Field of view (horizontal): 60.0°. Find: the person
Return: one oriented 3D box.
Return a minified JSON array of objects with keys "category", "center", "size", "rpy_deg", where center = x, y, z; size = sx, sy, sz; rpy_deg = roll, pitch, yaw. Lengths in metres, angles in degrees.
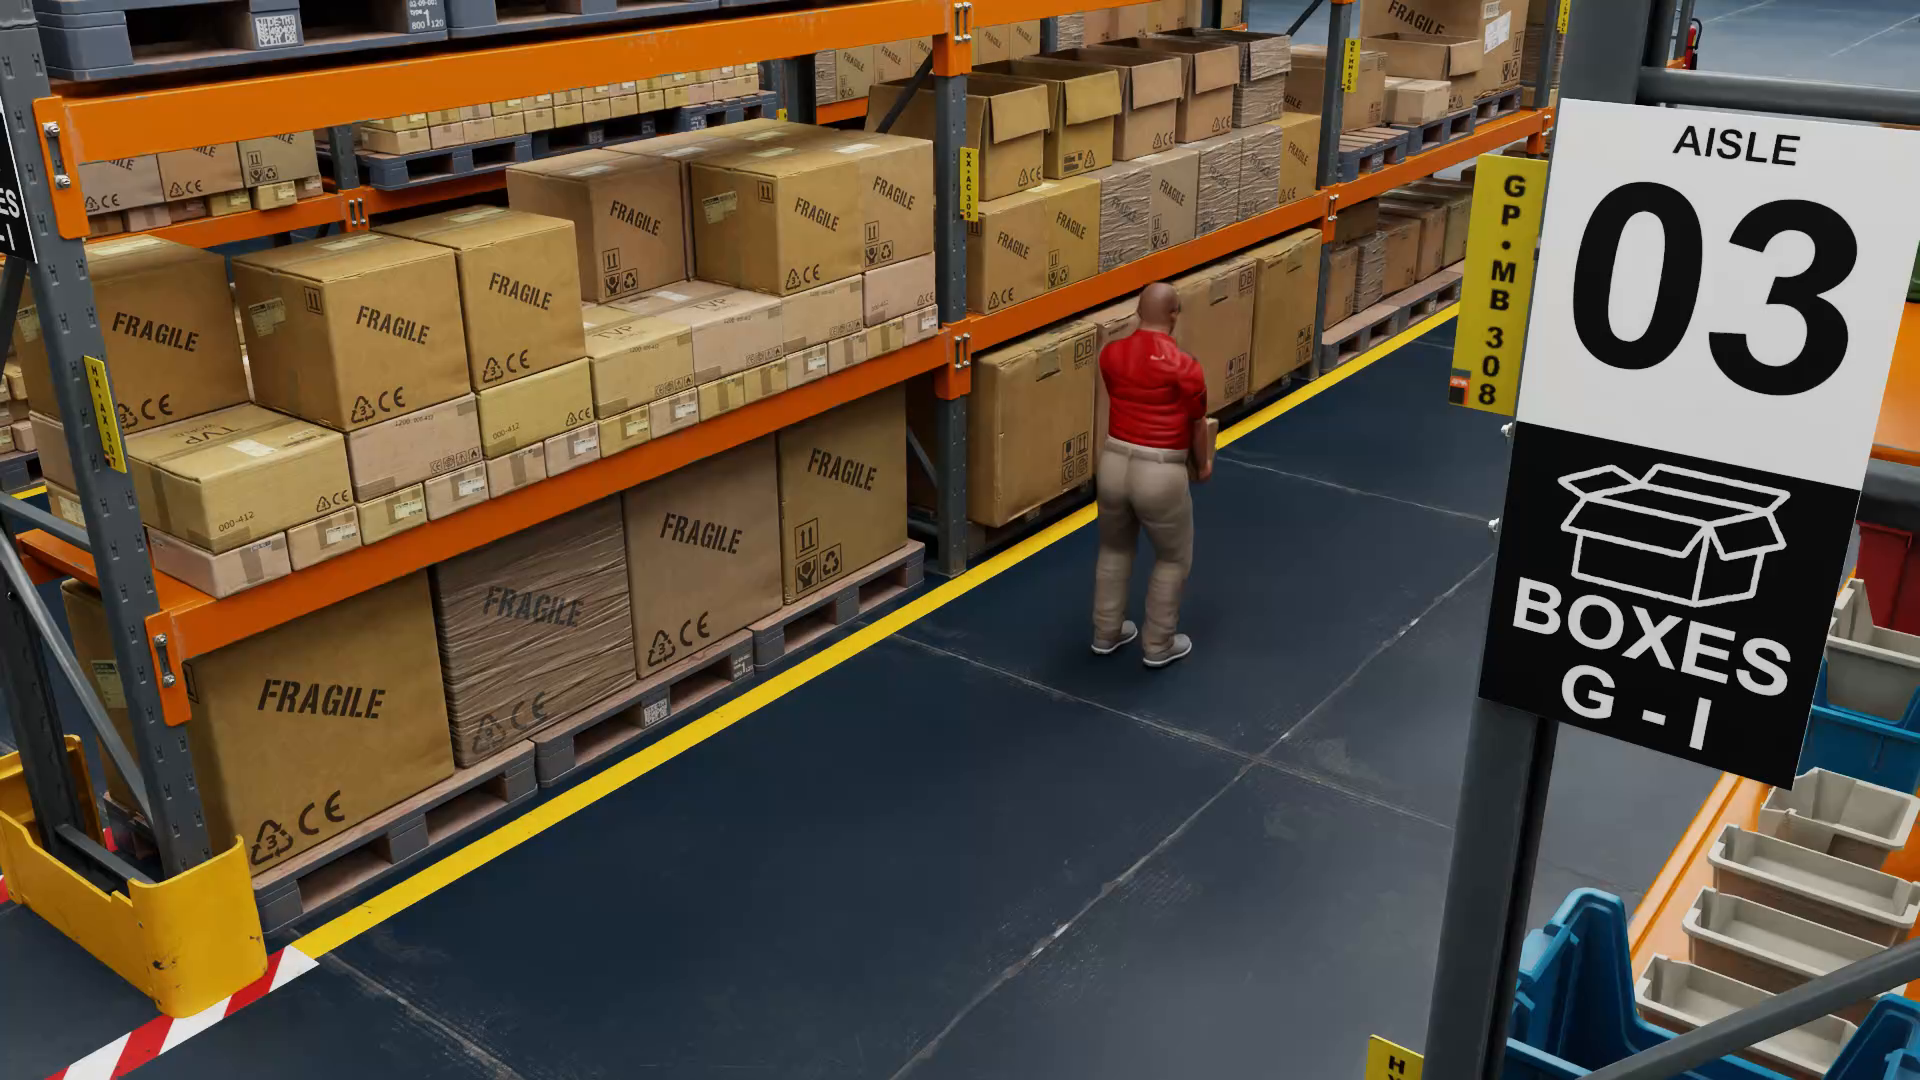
[{"category":"person","center":[0.844,-0.294,7.322],"size":[0.487,1.718,0.561],"rpy_deg":[16,28,33]}]
